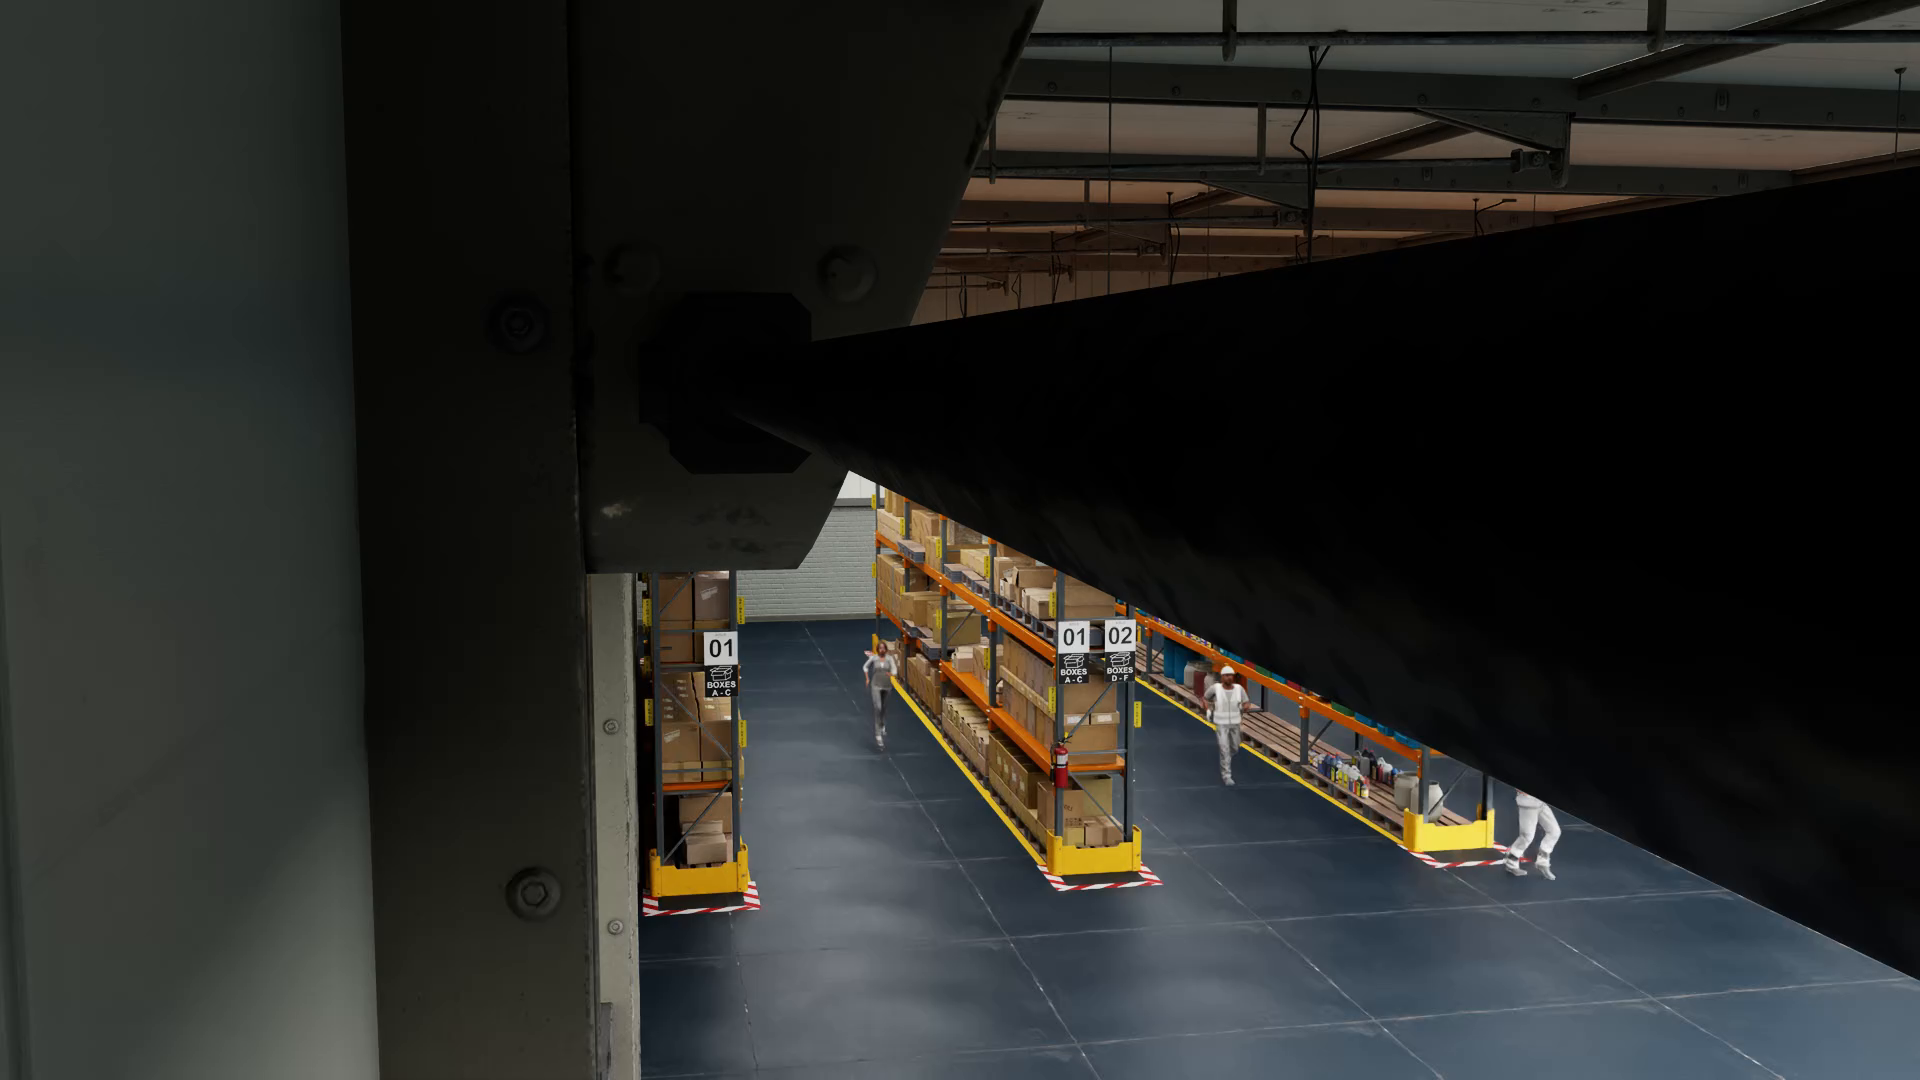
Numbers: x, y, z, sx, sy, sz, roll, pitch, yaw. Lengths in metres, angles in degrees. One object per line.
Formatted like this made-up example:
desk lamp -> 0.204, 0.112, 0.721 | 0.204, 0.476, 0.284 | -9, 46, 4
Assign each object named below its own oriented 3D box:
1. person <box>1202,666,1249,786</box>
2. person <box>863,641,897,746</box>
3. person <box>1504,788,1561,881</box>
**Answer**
person -> 4.099, 2.813, 25.523 | 0.693, 1.763, 0.989 | -1, 6, -7
person -> -1.293, 2.496, 27.291 | 0.510, 1.645, 0.710 | -2, 6, -15
person -> 7.119, 3.325, 20.642 | 0.622, 1.813, 0.719 | 5, 8, 43
